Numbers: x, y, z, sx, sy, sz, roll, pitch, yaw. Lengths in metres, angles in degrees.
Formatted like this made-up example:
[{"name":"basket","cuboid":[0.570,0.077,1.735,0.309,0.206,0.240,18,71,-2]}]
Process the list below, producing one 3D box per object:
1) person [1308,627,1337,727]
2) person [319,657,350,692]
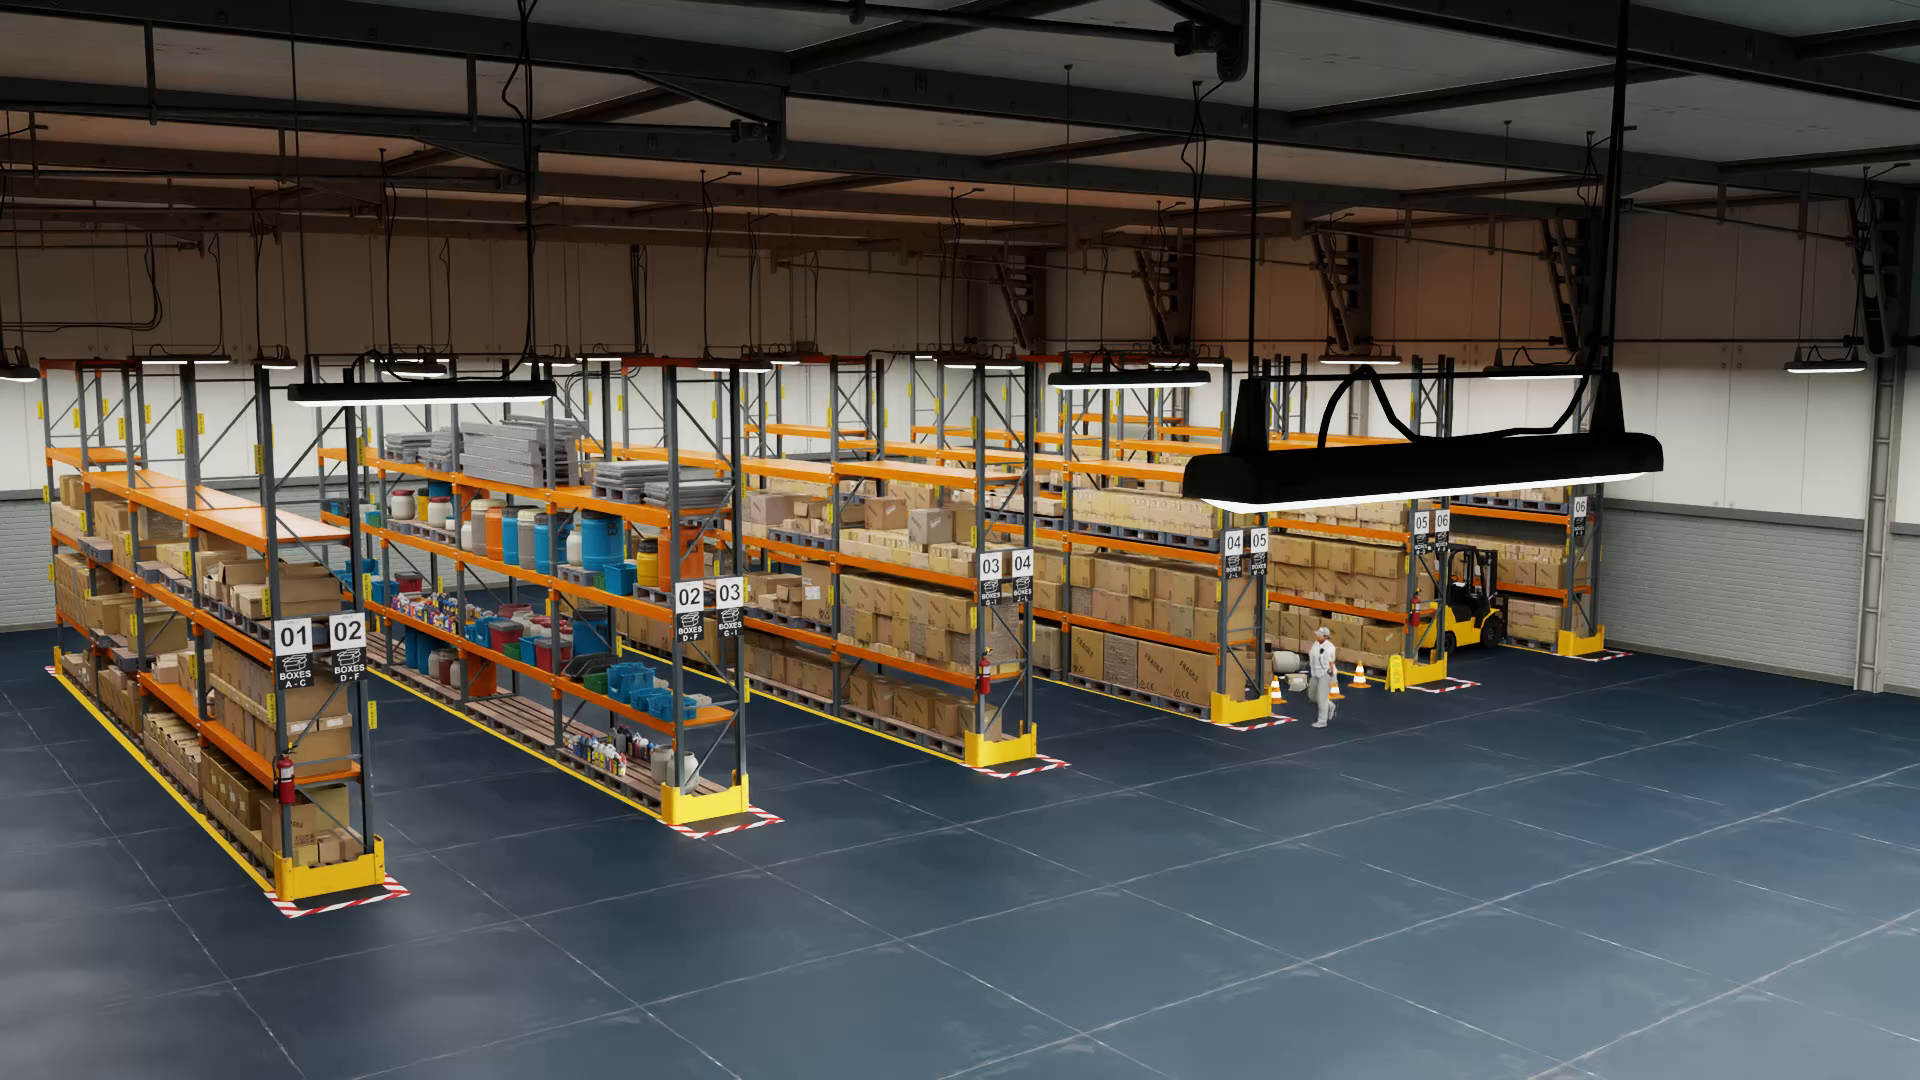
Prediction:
[{"name":"person","cuboid":[6.003,2.224,27.330,0.620,1.643,0.486,-4,8,-27]},{"name":"person","cuboid":[-10.351,2.137,27.726,0.639,1.706,1.084,-4,8,-33]}]
